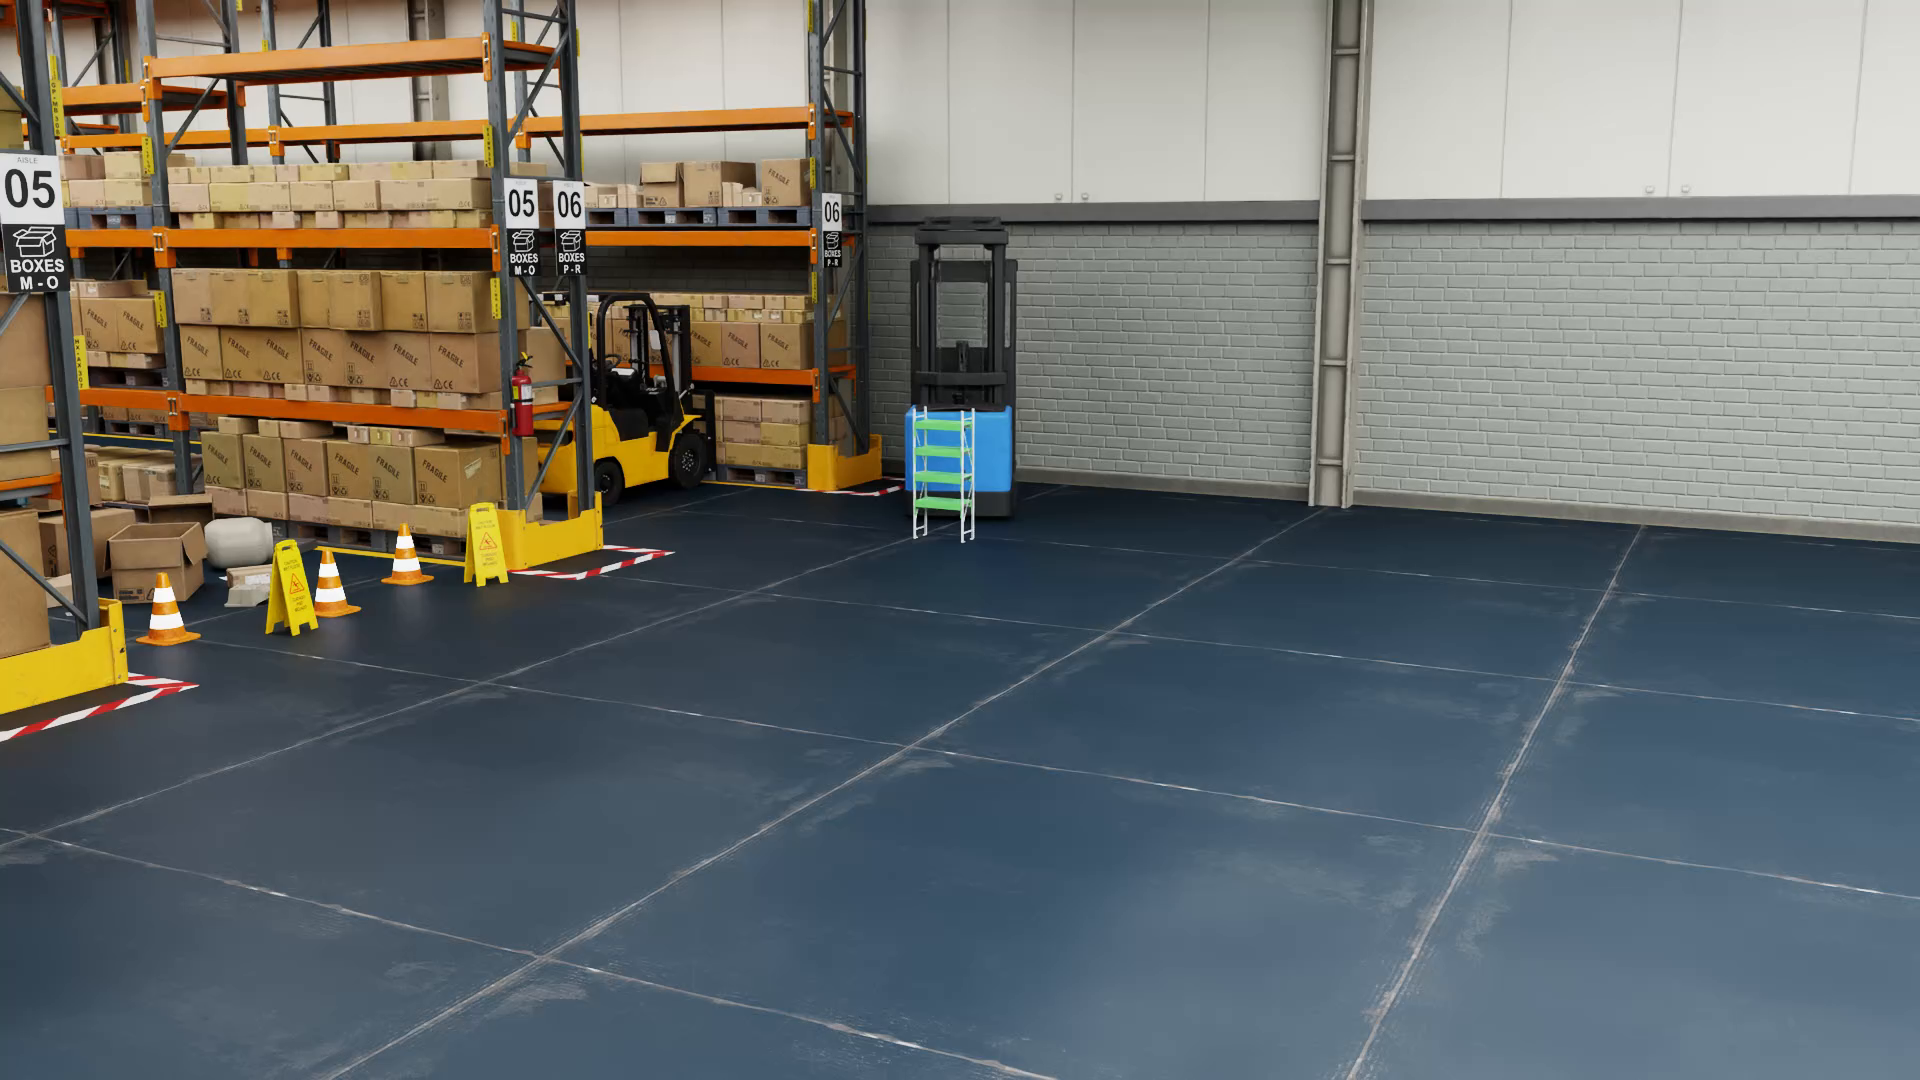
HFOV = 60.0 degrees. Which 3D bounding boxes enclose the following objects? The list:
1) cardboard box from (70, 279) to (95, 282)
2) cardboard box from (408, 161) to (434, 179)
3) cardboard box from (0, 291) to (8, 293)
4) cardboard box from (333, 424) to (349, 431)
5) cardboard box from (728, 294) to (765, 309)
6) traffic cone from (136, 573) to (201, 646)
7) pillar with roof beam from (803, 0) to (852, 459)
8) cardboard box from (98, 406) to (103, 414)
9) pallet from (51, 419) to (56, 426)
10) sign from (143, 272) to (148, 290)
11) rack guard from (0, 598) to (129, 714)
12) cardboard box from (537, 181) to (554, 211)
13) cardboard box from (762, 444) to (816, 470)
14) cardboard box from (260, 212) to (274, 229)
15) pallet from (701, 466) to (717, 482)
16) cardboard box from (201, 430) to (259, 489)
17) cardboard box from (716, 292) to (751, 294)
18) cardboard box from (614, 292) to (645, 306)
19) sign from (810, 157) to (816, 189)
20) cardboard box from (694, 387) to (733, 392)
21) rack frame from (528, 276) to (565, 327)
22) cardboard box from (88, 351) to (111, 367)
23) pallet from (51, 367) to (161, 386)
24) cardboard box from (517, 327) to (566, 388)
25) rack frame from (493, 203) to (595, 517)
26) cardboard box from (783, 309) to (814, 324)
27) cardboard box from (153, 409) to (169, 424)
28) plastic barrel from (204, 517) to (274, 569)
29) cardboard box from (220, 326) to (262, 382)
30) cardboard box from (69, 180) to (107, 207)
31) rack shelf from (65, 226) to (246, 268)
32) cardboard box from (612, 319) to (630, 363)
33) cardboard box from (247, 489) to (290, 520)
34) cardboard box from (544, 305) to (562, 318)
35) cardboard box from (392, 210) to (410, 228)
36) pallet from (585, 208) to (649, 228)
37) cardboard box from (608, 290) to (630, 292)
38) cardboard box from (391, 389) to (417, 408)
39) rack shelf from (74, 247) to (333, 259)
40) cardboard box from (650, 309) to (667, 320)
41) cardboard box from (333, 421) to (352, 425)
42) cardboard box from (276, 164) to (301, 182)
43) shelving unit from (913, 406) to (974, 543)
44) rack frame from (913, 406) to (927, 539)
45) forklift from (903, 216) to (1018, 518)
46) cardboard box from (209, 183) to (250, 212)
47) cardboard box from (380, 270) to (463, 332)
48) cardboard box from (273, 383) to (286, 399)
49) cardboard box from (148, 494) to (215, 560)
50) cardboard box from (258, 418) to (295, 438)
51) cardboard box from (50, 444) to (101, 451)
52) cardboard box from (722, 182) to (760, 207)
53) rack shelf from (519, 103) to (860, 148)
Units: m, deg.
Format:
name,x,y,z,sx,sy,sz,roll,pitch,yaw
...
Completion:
name,x,y,z,sx,sy,sz,roll,pitch,yaw
cardboard box,-9.086,-2.590,17.002,0.250,0.149,0.380,4,11,23
cardboard box,-4.389,-3.090,13.925,0.250,0.149,0.380,5,11,25
cardboard box,-10.147,-2.363,17.570,0.500,0.500,0.500,5,11,24
cardboard box,-5.985,-0.816,15.754,0.500,0.500,0.500,5,12,27
cardboard box,-2.397,-2.687,18.715,0.250,0.149,0.380,5,11,26
traffic cone,-5.451,0.456,11.411,0.334,0.463,0.336,5,11,26
pillar with roof beam,-3.441,-4.578,15.260,0.400,9.000,9.100,5,11,26
cardboard box,-12.560,-2.034,24.417,0.500,0.311,0.500,5,12,28
pallet,-13.786,-1.839,24.797,1.213,0.211,1.003,5,11,26
sign,-11.830,-3.719,24.107,0.005,0.325,0.100,5,11,26
rack guard,-5.582,0.708,9.913,0.348,0.500,1.175,5,11,26
cardboard box,-3.837,-2.953,14.286,0.500,0.250,0.500,5,11,25
cardboard box,-1.872,-0.955,18.628,0.500,0.250,0.500,5,11,26
cardboard box,-5.997,-2.846,14.813,0.250,0.149,0.380,5,11,24
pallet,-3.105,-0.893,19.571,1.213,0.211,1.003,5,11,26
cardboard box,-6.681,-0.770,15.500,0.500,0.500,0.500,6,12,29
cardboard box,-2.635,-2.810,19.397,0.250,0.149,0.380,5,11,24
cardboard box,-3.806,-2.795,19.313,0.250,0.149,0.380,5,11,25
sign,-1.563,-3.902,17.683,0.005,0.325,0.100,5,11,26
cardboard box,-3.008,-1.650,19.660,0.500,0.250,0.500,5,11,25
rack frame,-4.898,-2.430,20.236,0.127,3.000,1.000,5,11,26
cardboard box,-8.150,-1.755,16.031,0.250,0.149,0.380,5,11,25
pallet,-8.885,-1.709,16.787,1.213,0.211,1.003,5,11,26
cardboard box,-3.806,-1.599,14.528,0.500,0.500,0.500,5,11,25
rack frame,-3.504,-1.322,14.113,0.127,3.000,1.000,5,11,26
cardboard box,-1.746,-2.466,18.331,0.250,0.149,0.380,5,11,27
cardboard box,-10.810,-1.883,23.051,0.500,0.500,0.500,5,11,24
plastic barrel,-6.026,0.025,13.905,0.512,0.421,0.421,-4,11,-23
cardboard box,-6.359,-1.718,15.183,0.500,0.500,0.500,5,11,26
cardboard box,-8.130,-3.310,15.914,0.500,0.250,0.500,5,11,27
rack shelf,-8.884,-2.917,16.522,4.000,0.370,1.077,5,11,26
cardboard box,-3.686,-2.325,19.372,0.500,0.500,0.500,5,11,25
cardboard box,-6.197,-0.361,15.344,0.500,0.250,0.500,6,12,29
cardboard box,-4.728,-2.732,19.798,0.250,0.149,0.380,5,11,25
cardboard box,-4.606,-2.729,14.171,0.250,0.149,0.380,5,11,26
pallet,-4.122,-3.800,19.628,1.213,0.211,1.003,5,11,26
cardboard box,-4.028,-2.923,20.021,0.250,0.149,0.380,5,11,25
cardboard box,-4.675,-1.235,14.337,0.250,0.149,0.380,5,12,27
rack shelf,-10.279,-4.025,22.645,4.000,0.370,1.077,5,11,26
cardboard box,-3.351,-2.607,19.108,0.250,0.149,0.380,5,11,25
cardboard box,-7.932,-1.732,21.868,0.625,0.625,0.875,5,12,28
cardboard box,-5.761,-3.211,14.595,0.250,0.149,0.380,5,11,25
shelving unit,-0.148,-0.603,15.195,0.503,1.200,0.258,5,11,26
rack frame,-0.367,-0.623,15.302,0.015,1.200,0.240,5,11,26
forklift,0.047,-1.872,17.344,1.130,2.935,3.031,0,10,3
cardboard box,-6.351,-3.068,14.924,0.500,0.250,0.500,5,11,25
cardboard box,-4.509,-2.056,14.245,0.500,0.500,0.700,5,11,26
cardboard box,-5.990,-1.369,15.077,0.250,0.149,0.380,5,11,26
cardboard box,-6.732,-0.107,14.409,0.500,0.500,0.500,-4,11,-23
cardboard box,-6.134,-1.030,15.112,0.250,0.149,0.380,6,12,28
cardboard box,-9.510,-0.763,17.223,0.625,0.372,0.950,5,11,25
cardboard box,-2.416,-3.818,18.396,0.258,0.266,0.396,5,11,26
rack shelf,-3.104,-4.674,18.931,4.000,0.370,1.077,5,11,26
